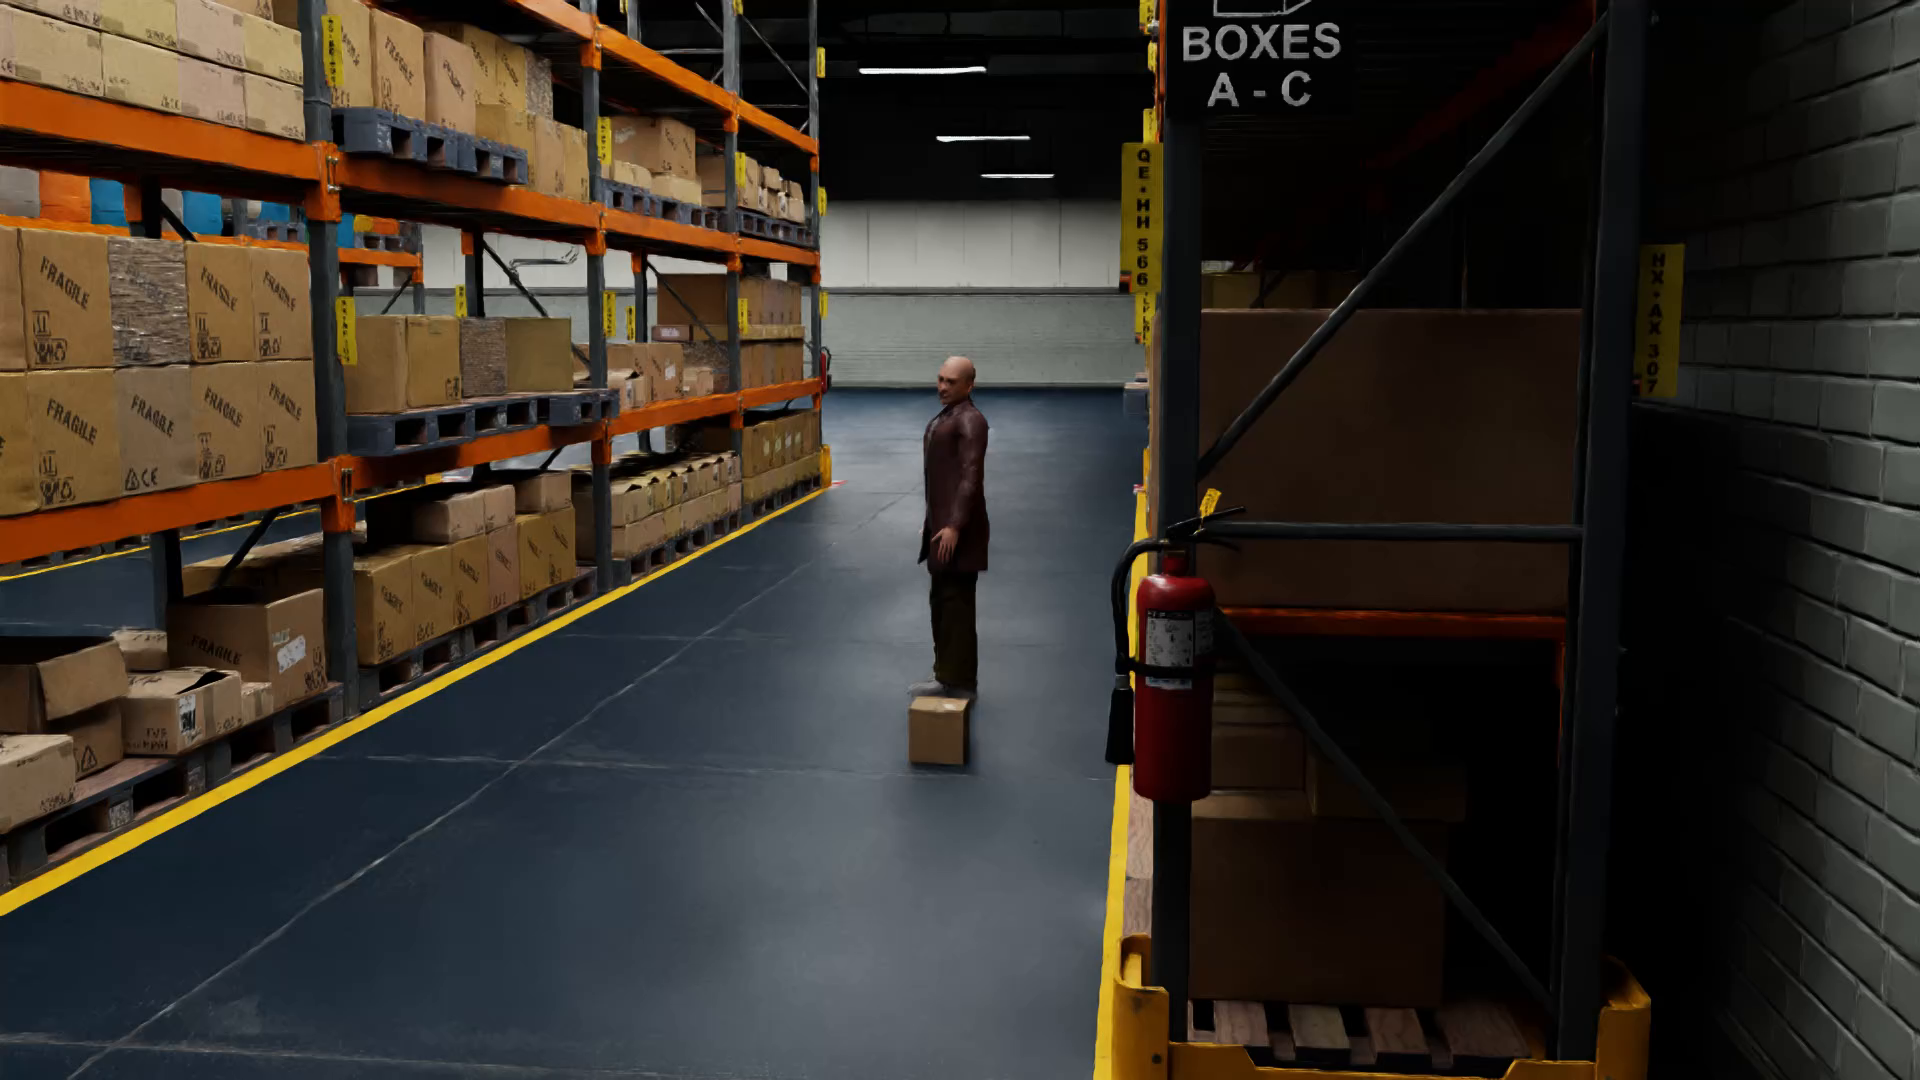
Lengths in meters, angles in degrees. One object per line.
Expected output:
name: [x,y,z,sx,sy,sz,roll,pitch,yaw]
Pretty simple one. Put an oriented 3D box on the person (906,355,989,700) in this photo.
person: [-0.078,-0.041,8.672,0.432,1.832,0.634,-2,8,-14]
